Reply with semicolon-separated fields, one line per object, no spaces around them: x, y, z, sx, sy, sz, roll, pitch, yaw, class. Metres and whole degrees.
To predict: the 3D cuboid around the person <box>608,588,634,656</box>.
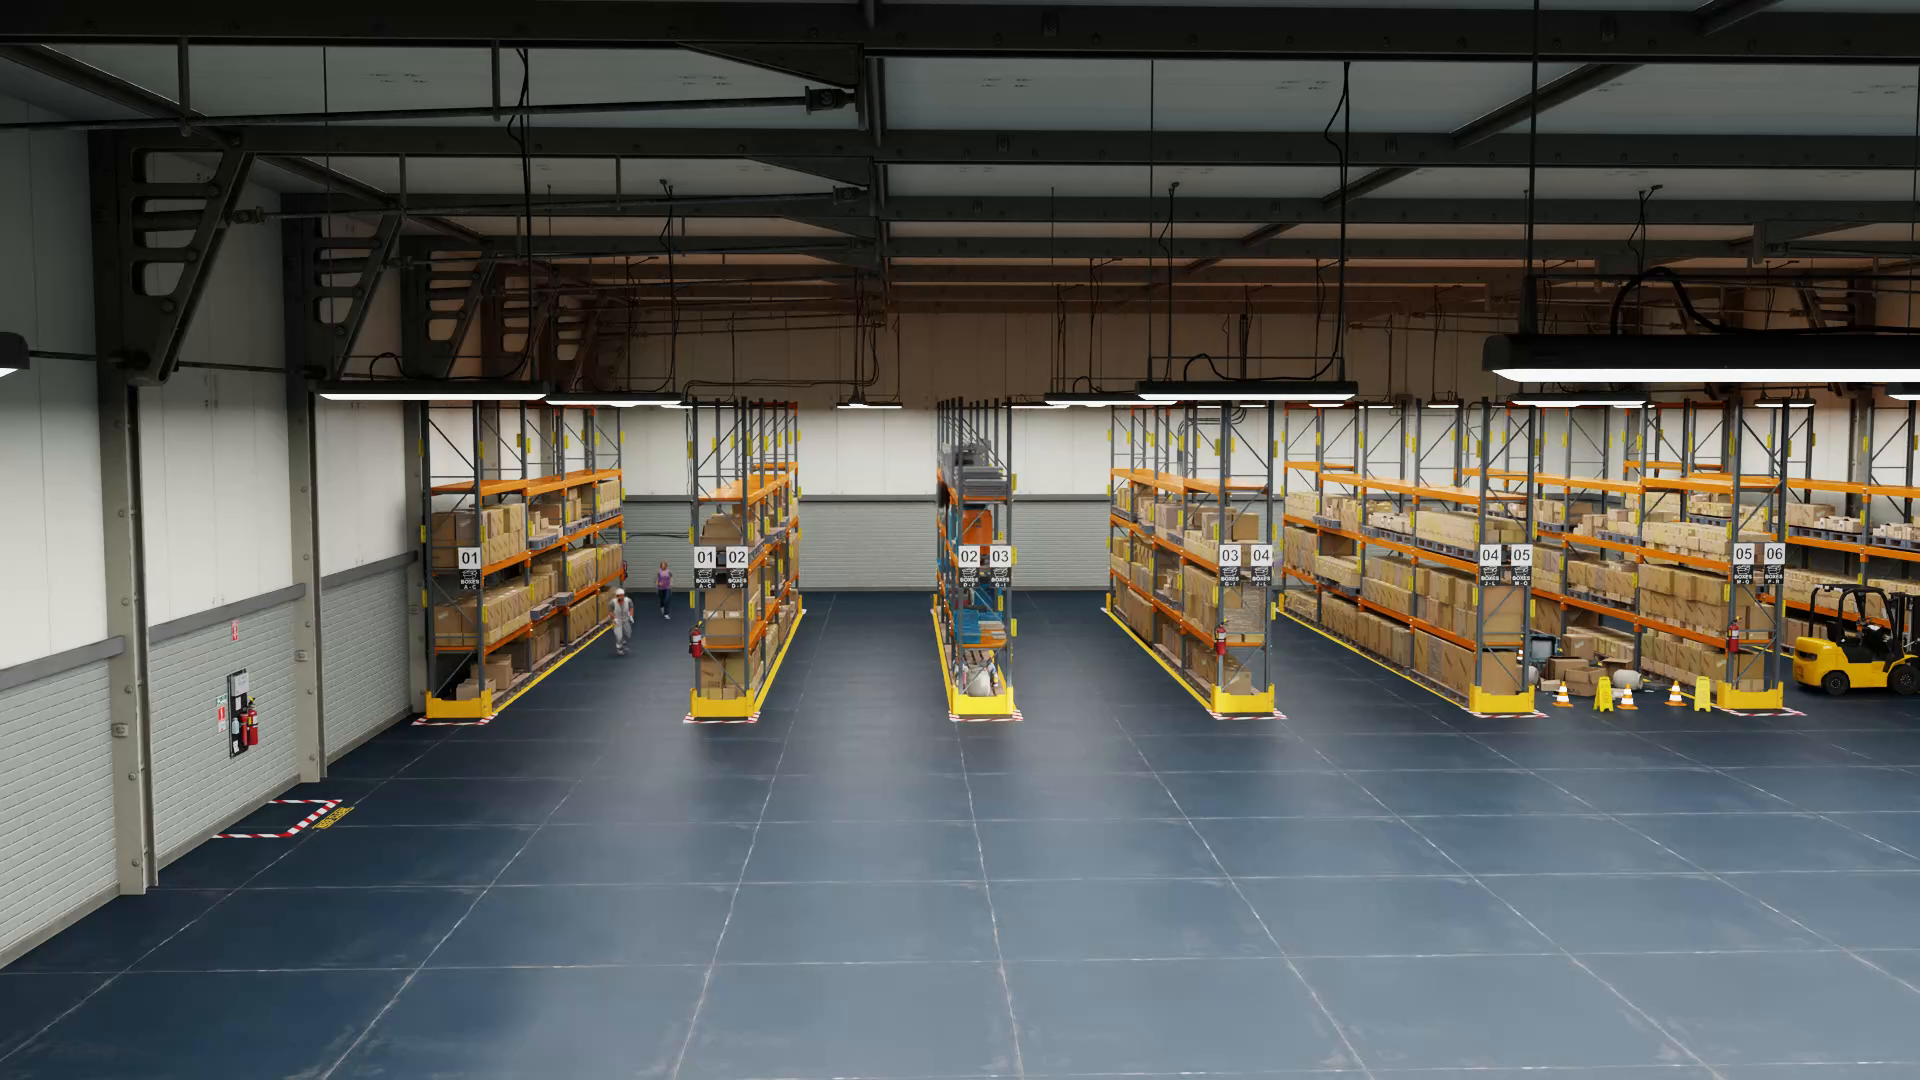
-7.950;1.905;38.899;0.636;1.618;0.915;-2;5;-28;person

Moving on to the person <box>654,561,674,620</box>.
-8.207;1.378;46.129;0.553;1.595;0.795;-1;5;-15;person

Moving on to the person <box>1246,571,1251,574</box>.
8.587;1.121;48.384;0.765;1.797;0.696;-3;5;-32;person
